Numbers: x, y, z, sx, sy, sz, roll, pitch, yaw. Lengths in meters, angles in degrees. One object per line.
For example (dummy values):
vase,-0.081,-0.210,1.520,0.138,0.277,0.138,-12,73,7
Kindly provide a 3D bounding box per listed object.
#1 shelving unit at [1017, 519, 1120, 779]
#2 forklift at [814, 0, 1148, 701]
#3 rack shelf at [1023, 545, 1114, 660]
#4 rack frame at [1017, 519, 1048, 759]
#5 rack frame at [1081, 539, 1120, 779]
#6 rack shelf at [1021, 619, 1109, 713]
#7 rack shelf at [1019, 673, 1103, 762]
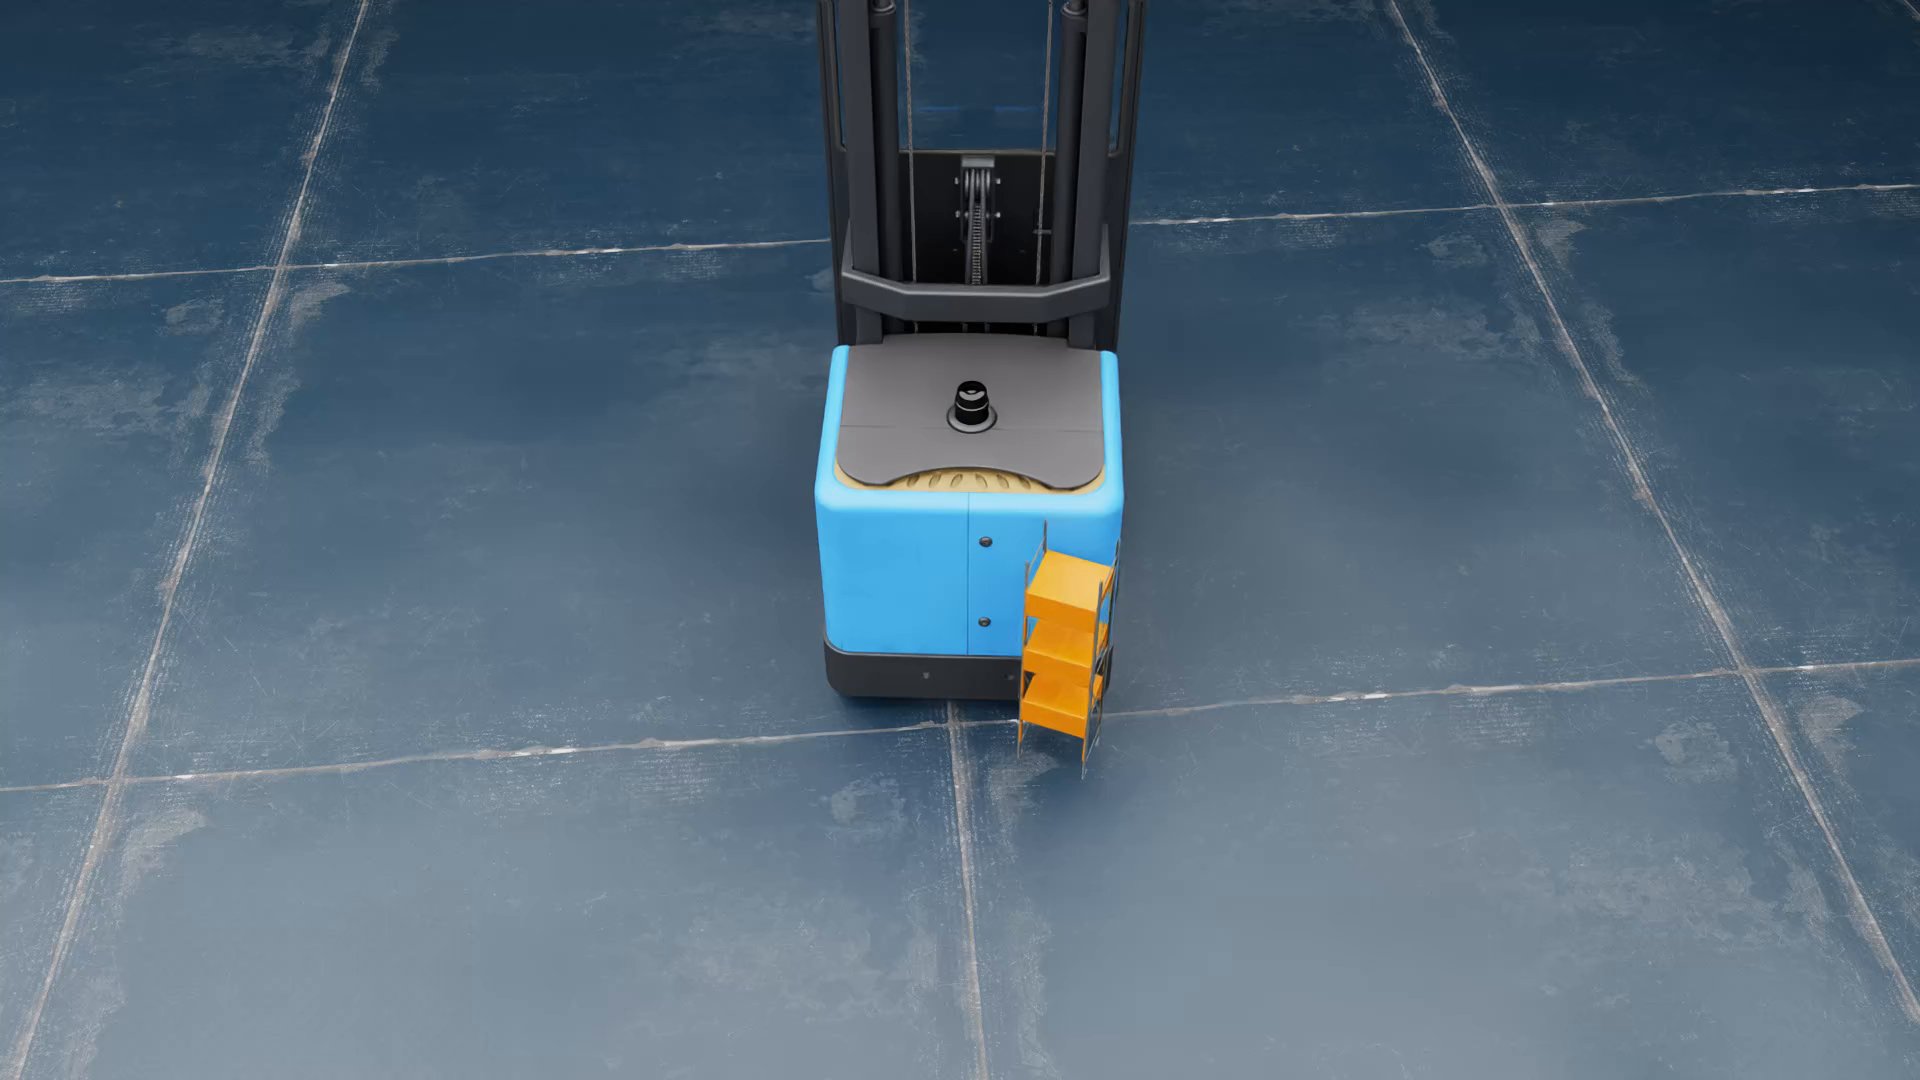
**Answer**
shelving unit,0.359,0.394,5.654,0.252,1.050,0.215,15,48,14
forklift,0.077,-1.473,6.127,1.130,2.935,3.031,1,47,1
rack shelf,0.359,0.206,5.455,0.240,0.259,0.215,15,48,14
rack frame,0.245,0.363,5.684,0.008,1.050,0.200,15,48,14
rack frame,0.473,0.425,5.624,0.008,1.050,0.200,15,48,14
rack shelf,0.359,0.401,5.661,0.240,0.259,0.215,15,48,14
rack shelf,0.359,0.592,5.863,0.240,0.259,0.215,15,48,14
